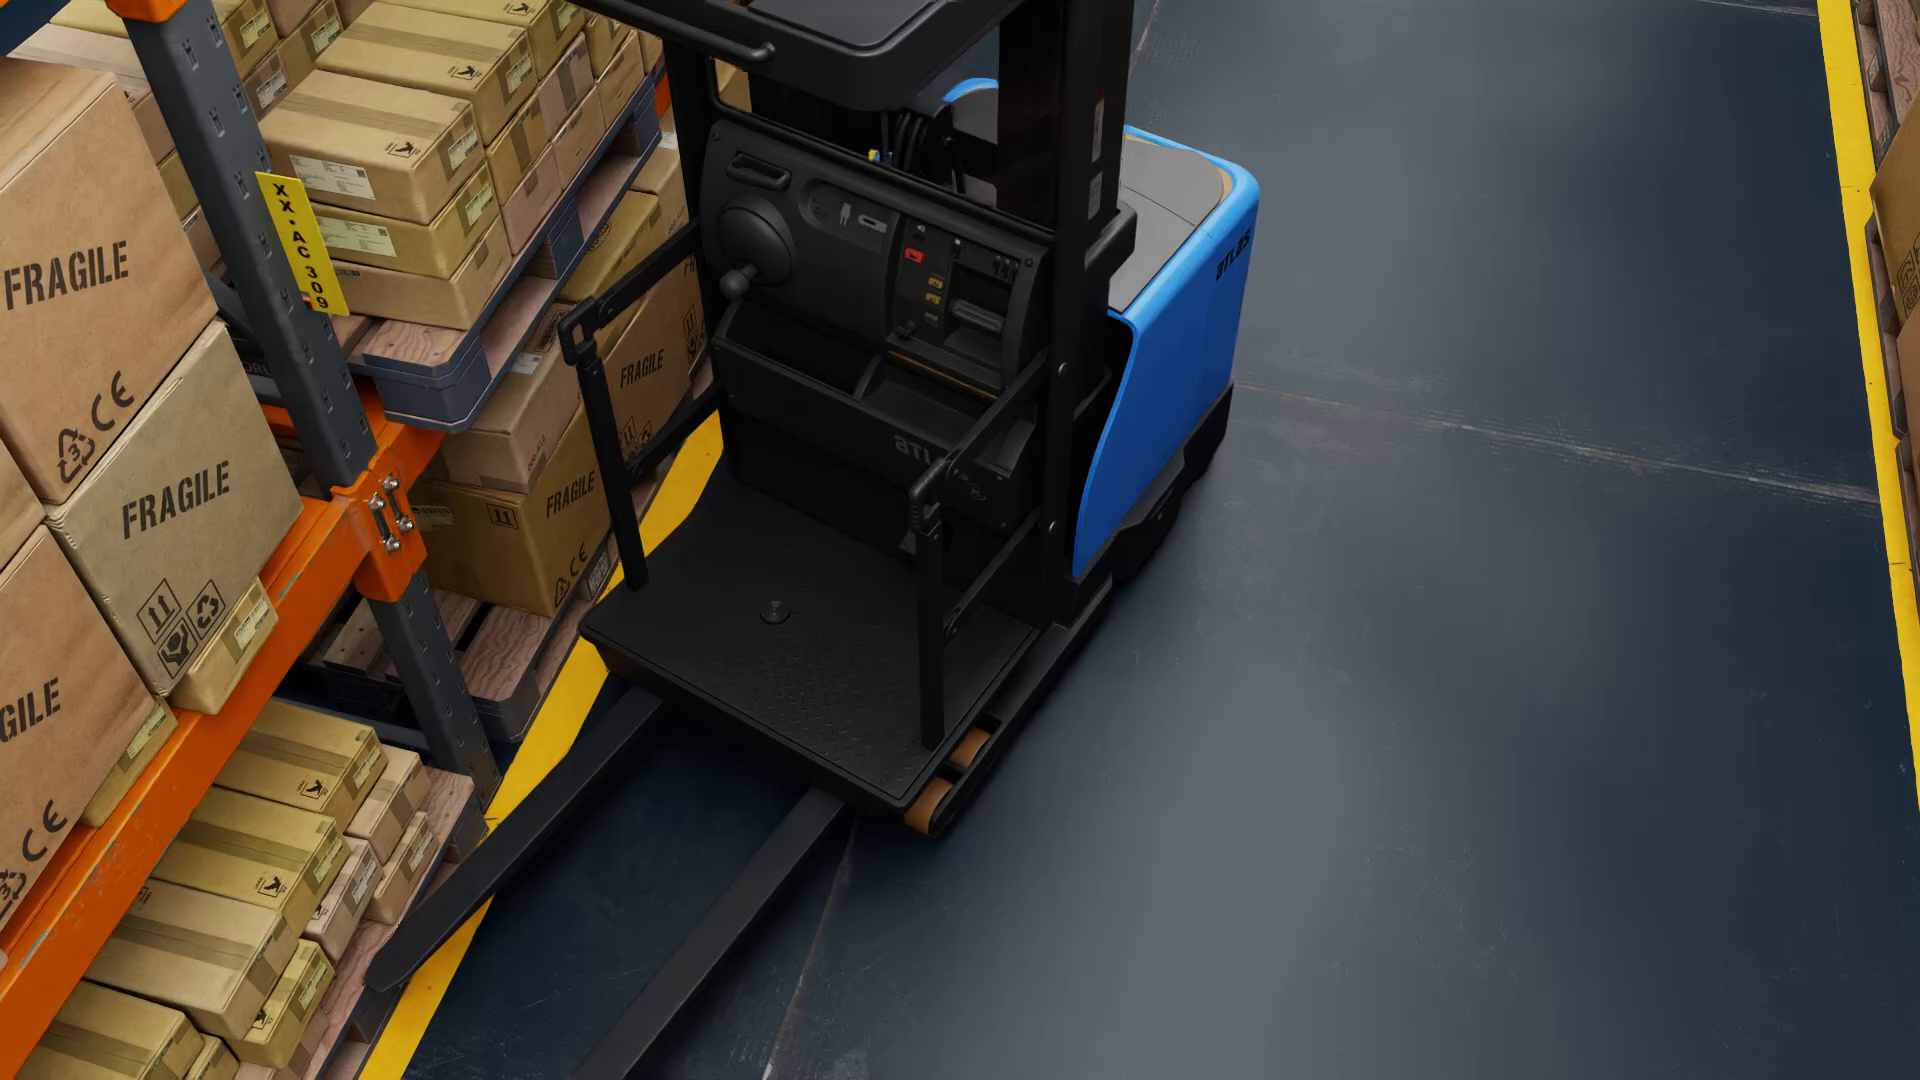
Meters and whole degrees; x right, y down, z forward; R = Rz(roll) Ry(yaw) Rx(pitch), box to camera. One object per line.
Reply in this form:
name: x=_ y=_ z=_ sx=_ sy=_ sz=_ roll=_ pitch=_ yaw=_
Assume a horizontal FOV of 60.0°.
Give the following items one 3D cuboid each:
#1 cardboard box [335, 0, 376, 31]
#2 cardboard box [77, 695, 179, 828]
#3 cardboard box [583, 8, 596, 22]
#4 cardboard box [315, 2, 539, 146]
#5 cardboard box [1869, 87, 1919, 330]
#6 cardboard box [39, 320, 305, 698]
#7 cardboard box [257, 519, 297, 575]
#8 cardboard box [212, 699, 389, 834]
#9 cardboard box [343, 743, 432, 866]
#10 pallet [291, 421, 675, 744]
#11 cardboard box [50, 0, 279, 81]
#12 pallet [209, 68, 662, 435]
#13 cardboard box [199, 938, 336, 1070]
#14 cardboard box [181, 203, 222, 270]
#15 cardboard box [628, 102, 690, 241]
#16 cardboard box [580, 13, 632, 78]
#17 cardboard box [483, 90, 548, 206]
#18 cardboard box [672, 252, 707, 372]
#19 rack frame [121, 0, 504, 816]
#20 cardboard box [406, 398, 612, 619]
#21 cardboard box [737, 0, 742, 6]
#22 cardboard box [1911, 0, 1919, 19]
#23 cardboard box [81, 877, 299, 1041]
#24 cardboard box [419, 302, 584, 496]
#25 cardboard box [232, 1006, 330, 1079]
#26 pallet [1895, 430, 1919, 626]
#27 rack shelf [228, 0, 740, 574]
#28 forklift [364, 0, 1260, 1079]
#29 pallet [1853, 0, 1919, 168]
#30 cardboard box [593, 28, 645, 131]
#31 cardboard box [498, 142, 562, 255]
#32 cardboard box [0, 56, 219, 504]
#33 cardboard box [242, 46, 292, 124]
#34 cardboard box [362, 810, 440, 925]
cardboard box: x=-1.659 y=-1.423 z=4.195 sx=0.380 sy=0.149 sz=0.250 roll=10 pitch=49 yaw=9
cardboard box: x=-1.717 y=0.351 z=3.107 sx=0.380 sy=0.149 sz=0.250 roll=13 pitch=50 yaw=12
cardboard box: x=-1.024 y=-1.389 z=3.966 sx=0.380 sy=0.149 sz=0.250 roll=11 pitch=49 yaw=10
cardboard box: x=-1.162 y=-1.024 z=3.643 sx=0.380 sy=0.149 sz=0.250 roll=13 pitch=50 yaw=11
cardboard box: x=3.833 y=-1.156 z=5.407 sx=1.225 sy=0.875 sz=0.875 roll=9 pitch=49 yaw=8
cardboard box: x=-1.632 y=-0.100 z=3.072 sx=0.500 sy=0.500 sz=0.500 roll=12 pitch=50 yaw=10
cardboard box: x=-1.626 y=-0.038 z=3.450 sx=0.380 sy=0.149 sz=0.250 roll=11 pitch=50 yaw=10
cardboard box: x=-1.619 y=0.542 z=3.995 sx=0.380 sy=0.149 sz=0.250 roll=13 pitch=50 yaw=11
cardboard box: x=-1.553 y=0.623 z=4.123 sx=0.380 sy=0.149 sz=0.250 roll=12 pitch=50 yaw=11
pallet: x=-1.573 y=-0.015 z=5.122 sx=1.003 sy=0.211 sz=1.213 roll=12 pitch=50 yaw=10
cardboard box: x=-1.790 y=-1.150 z=3.755 sx=0.380 sy=0.149 sz=0.250 roll=10 pitch=49 yaw=9
pallet: x=-1.435 y=-0.834 z=4.114 sx=1.003 sy=0.211 sz=1.213 roll=12 pitch=50 yaw=10
cardboard box: x=-1.666 y=1.018 z=3.774 sx=0.380 sy=0.149 sz=0.250 roll=10 pitch=49 yaw=9
cardboard box: x=-1.863 y=-0.756 z=3.804 sx=0.380 sy=0.149 sz=0.250 roll=11 pitch=49 yaw=9
cardboard box: x=-1.051 y=-1.170 z=5.169 sx=0.500 sy=0.250 sz=0.500 roll=13 pitch=50 yaw=11
cardboard box: x=-1.028 y=-1.285 z=4.073 sx=0.380 sy=0.149 sz=0.250 roll=10 pitch=49 yaw=8
cardboard box: x=-1.163 y=-0.910 z=3.742 sx=0.380 sy=0.149 sz=0.250 roll=11 pitch=49 yaw=9
cardboard box: x=-1.064 y=-0.932 z=5.459 sx=0.500 sy=0.500 sz=0.500 roll=12 pitch=50 yaw=11
rack frame: x=-1.777 y=-0.374 z=3.579 sx=1.000 sy=3.000 sz=0.127 roll=12 pitch=50 yaw=10
cardboard box: x=-1.327 y=-0.168 z=4.785 sx=0.500 sy=0.500 sz=0.500 roll=13 pitch=50 yaw=11
cardboard box: x=-0.774 y=-1.913 z=5.825 sx=0.500 sy=0.250 sz=0.500 roll=12 pitch=50 yaw=11
cardboard box: x=4.325 y=-2.426 z=6.764 sx=0.700 sy=0.500 sz=0.500 roll=8 pitch=49 yaw=7
cardboard box: x=-1.707 y=0.917 z=3.665 sx=0.380 sy=0.149 sz=0.250 roll=11 pitch=50 yaw=10
cardboard box: x=-1.328 y=-0.416 z=4.504 sx=0.500 sy=0.250 sz=0.500 roll=10 pitch=49 yaw=8
cardboard box: x=-1.708 y=1.157 z=3.850 sx=0.380 sy=0.149 sz=0.250 roll=10 pitch=49 yaw=9
pallet: x=3.431 y=0.143 z=4.983 sx=1.003 sy=0.211 sz=1.213 roll=12 pitch=50 yaw=10
rack shelf: x=-1.251 y=-1.582 z=5.126 sx=1.077 sy=0.370 sz=4.000 roll=12 pitch=50 yaw=10
forklift: x=-0.343 y=-0.576 z=3.803 sx=1.130 sy=2.935 sz=3.031 roll=26 pitch=53 yaw=21
pallet: x=4.241 y=-1.857 z=6.749 sx=1.003 sy=0.211 sz=1.213 roll=12 pitch=50 yaw=10
cardboard box: x=-1.026 y=-1.187 z=4.184 sx=0.380 sy=0.149 sz=0.250 roll=12 pitch=50 yaw=10
cardboard box: x=-1.162 y=-0.826 z=3.865 sx=0.380 sy=0.149 sz=0.250 roll=12 pitch=50 yaw=11
cardboard box: x=-1.640 y=-0.443 z=2.708 sx=0.500 sy=0.500 sz=0.500 roll=10 pitch=49 yaw=9
cardboard box: x=-1.795 y=-1.046 z=3.861 sx=0.380 sy=0.149 sz=0.250 roll=12 pitch=50 yaw=10
cardboard box: x=-1.551 y=0.781 z=4.181 sx=0.380 sy=0.149 sz=0.250 roll=12 pitch=50 yaw=11
